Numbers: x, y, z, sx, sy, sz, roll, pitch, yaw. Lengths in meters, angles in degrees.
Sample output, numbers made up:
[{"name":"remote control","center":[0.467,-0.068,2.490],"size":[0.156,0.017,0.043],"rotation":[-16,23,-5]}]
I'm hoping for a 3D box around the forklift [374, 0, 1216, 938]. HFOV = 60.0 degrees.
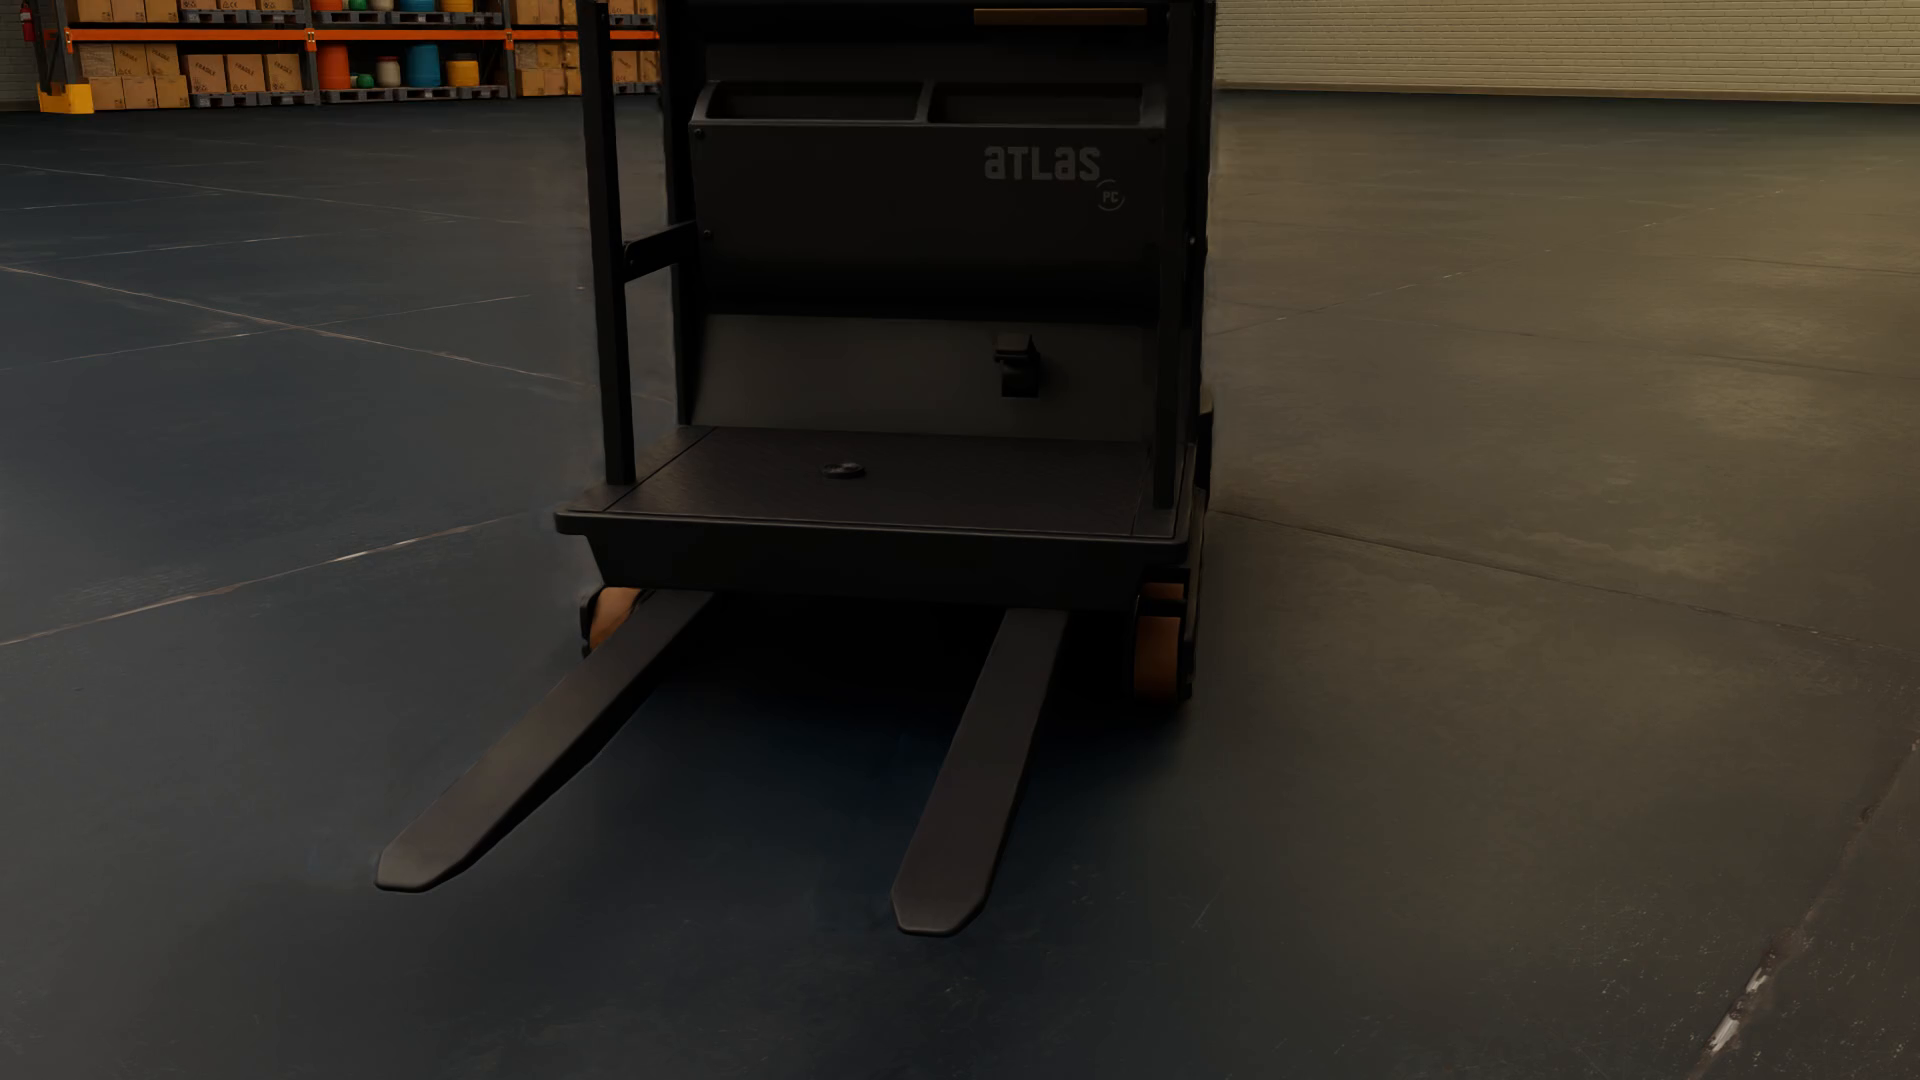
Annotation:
[{"name":"forklift","center":[-0.092,-1.216,2.904],"size":[1.130,2.935,3.031],"rotation":[3,17,9]}]
